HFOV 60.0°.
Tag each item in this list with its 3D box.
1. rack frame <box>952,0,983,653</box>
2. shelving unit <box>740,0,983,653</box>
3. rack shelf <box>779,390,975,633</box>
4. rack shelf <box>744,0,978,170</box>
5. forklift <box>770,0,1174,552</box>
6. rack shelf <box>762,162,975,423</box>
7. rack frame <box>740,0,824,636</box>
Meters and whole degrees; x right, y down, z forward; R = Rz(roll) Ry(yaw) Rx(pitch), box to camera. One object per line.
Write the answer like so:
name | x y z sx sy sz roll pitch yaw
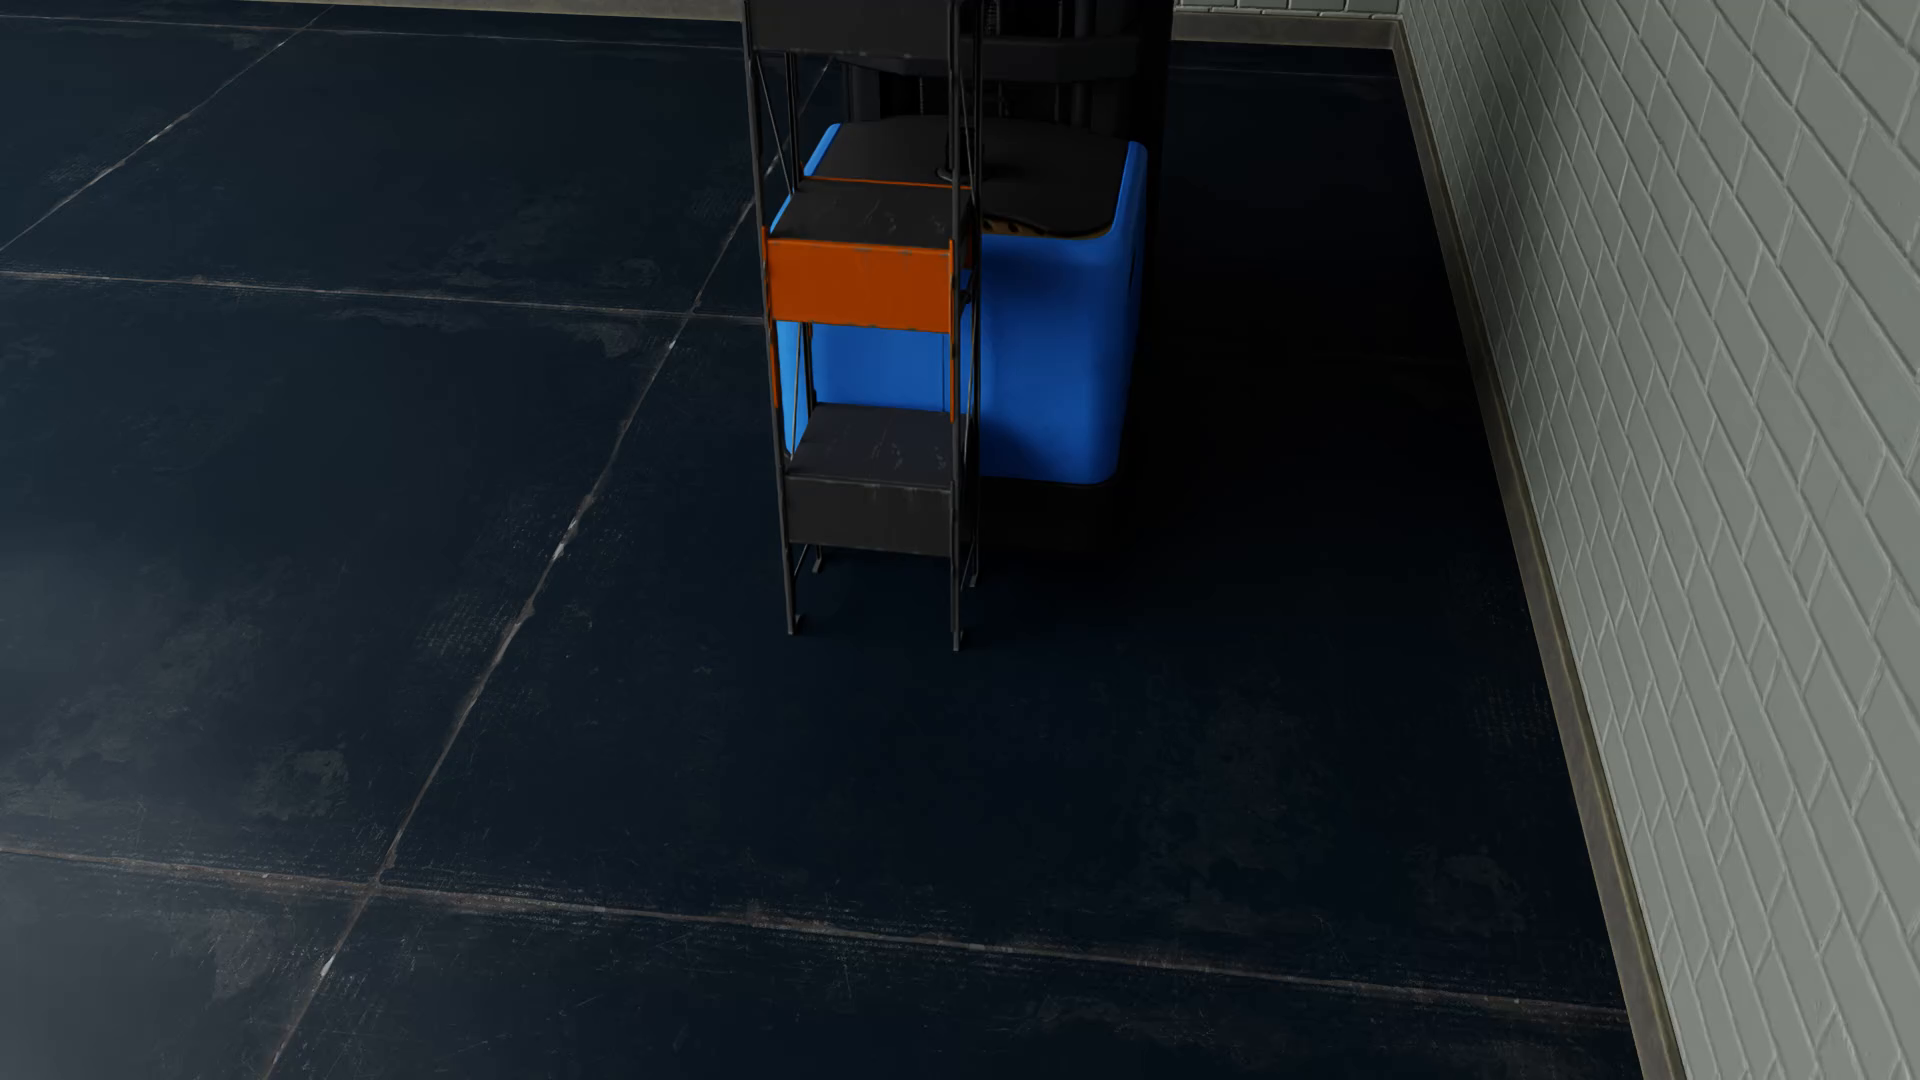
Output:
rack frame | 0.020 -0.645 4.346 0.015 2.100 0.400 5 36 7
shelving unit | -0.221 -0.667 4.377 0.503 2.100 0.431 5 36 7
rack shelf | -0.221 -0.086 4.792 0.480 0.518 0.431 5 36 7
rack shelf | -0.221 -1.226 3.978 0.480 0.518 0.431 5 36 7
forklift | 0.188 -2.003 5.534 1.130 2.935 3.031 5 36 7
rack shelf | -0.221 -0.656 4.385 0.480 0.518 0.431 5 36 7
rack frame | -0.462 -0.689 4.408 0.015 2.100 0.400 5 36 7
